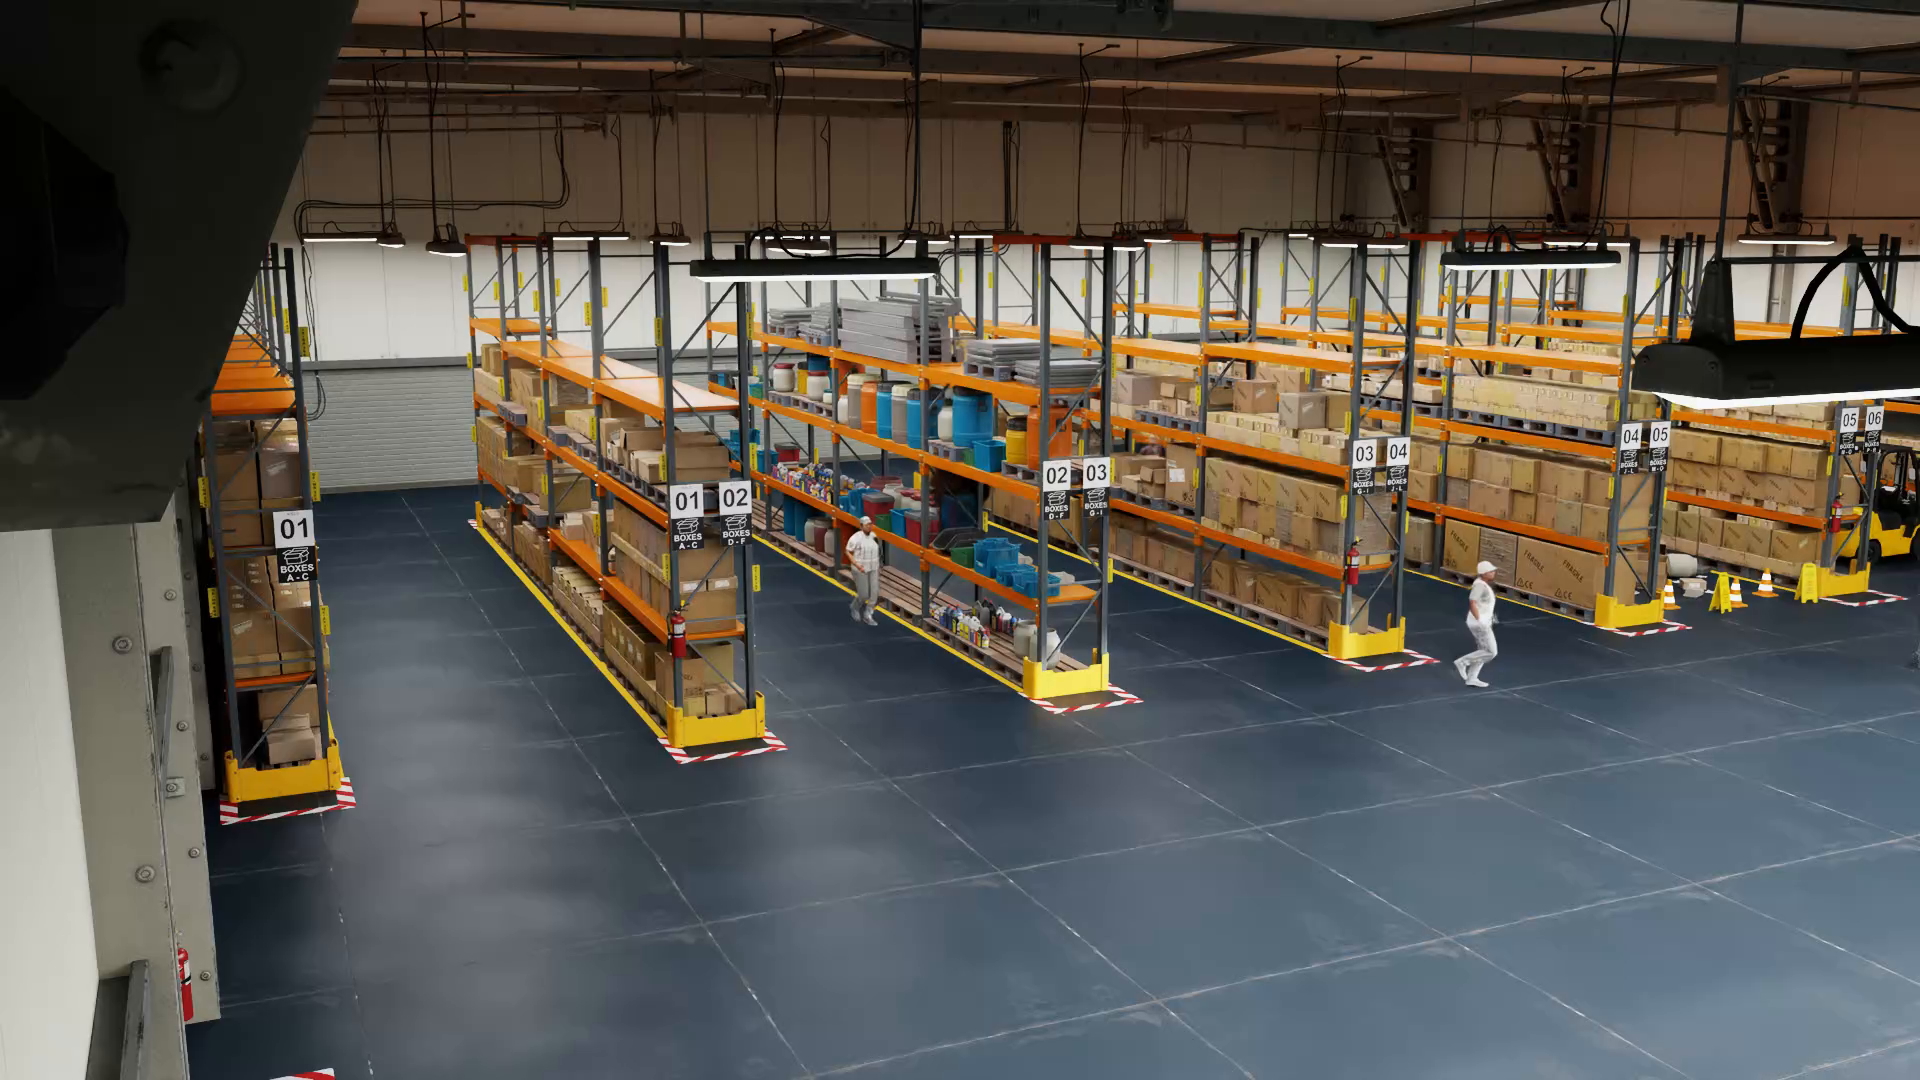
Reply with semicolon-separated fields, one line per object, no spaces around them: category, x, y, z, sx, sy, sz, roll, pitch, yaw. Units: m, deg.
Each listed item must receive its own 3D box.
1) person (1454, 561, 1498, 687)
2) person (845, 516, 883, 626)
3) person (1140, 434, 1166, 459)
person;7.061;1.149;22.694;0.558;1.752;0.690;3;11;16
person;-1.444;0.447;25.070;0.599;1.640;0.556;-7;13;-33
person;4.202;-1.340;35.965;0.738;1.543;0.747;-3;11;-16
